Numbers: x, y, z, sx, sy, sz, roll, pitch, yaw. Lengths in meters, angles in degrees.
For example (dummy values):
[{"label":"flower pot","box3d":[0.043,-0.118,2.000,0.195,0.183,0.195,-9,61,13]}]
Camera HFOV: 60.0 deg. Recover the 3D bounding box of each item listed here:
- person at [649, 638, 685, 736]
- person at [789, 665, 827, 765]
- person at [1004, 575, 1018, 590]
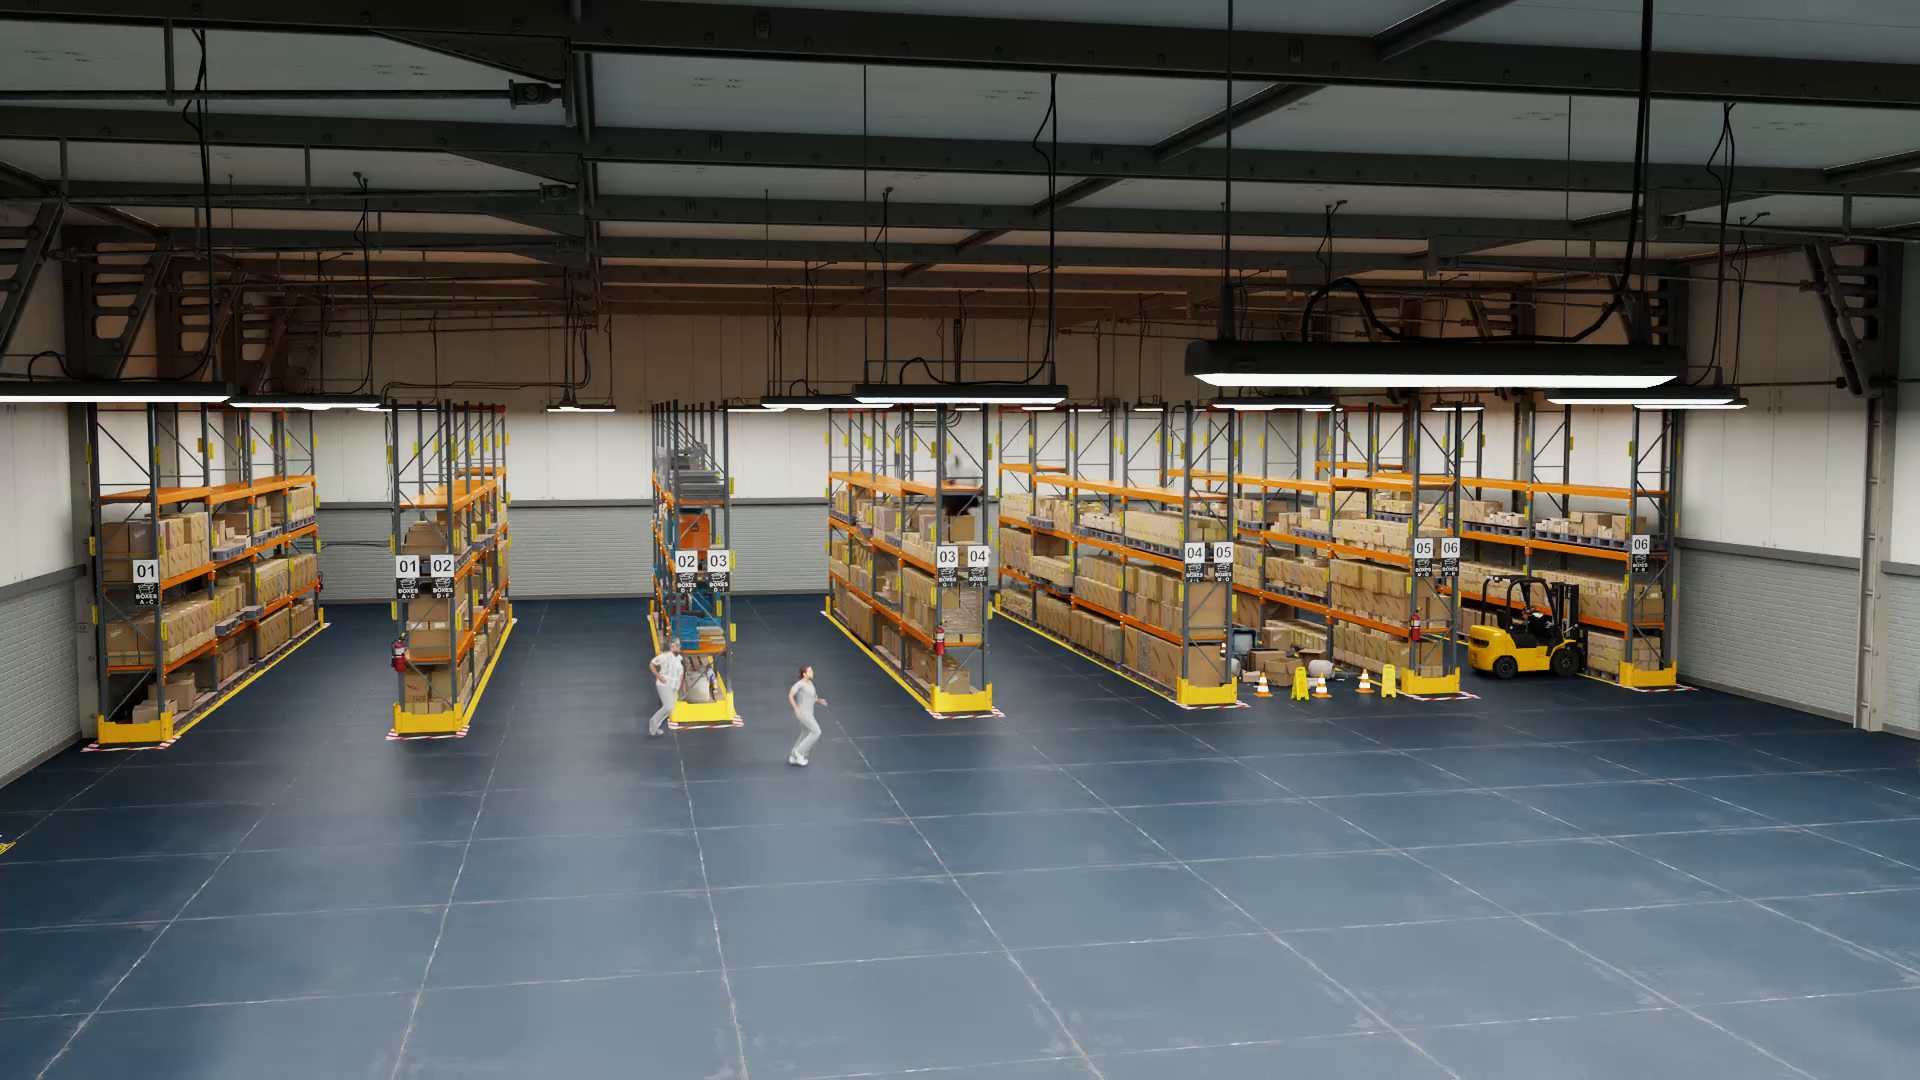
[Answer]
[{"label":"person","box3d":[-5.216,2.619,29.798,0.594,1.713,0.739,3,5,33]},{"label":"person","box3d":[-2.489,2.847,27.156,0.622,1.641,0.569,1,4,12]},{"label":"person","box3d":[1.546,1.115,49.874,0.788,1.748,0.619,-1,4,-17]}]
